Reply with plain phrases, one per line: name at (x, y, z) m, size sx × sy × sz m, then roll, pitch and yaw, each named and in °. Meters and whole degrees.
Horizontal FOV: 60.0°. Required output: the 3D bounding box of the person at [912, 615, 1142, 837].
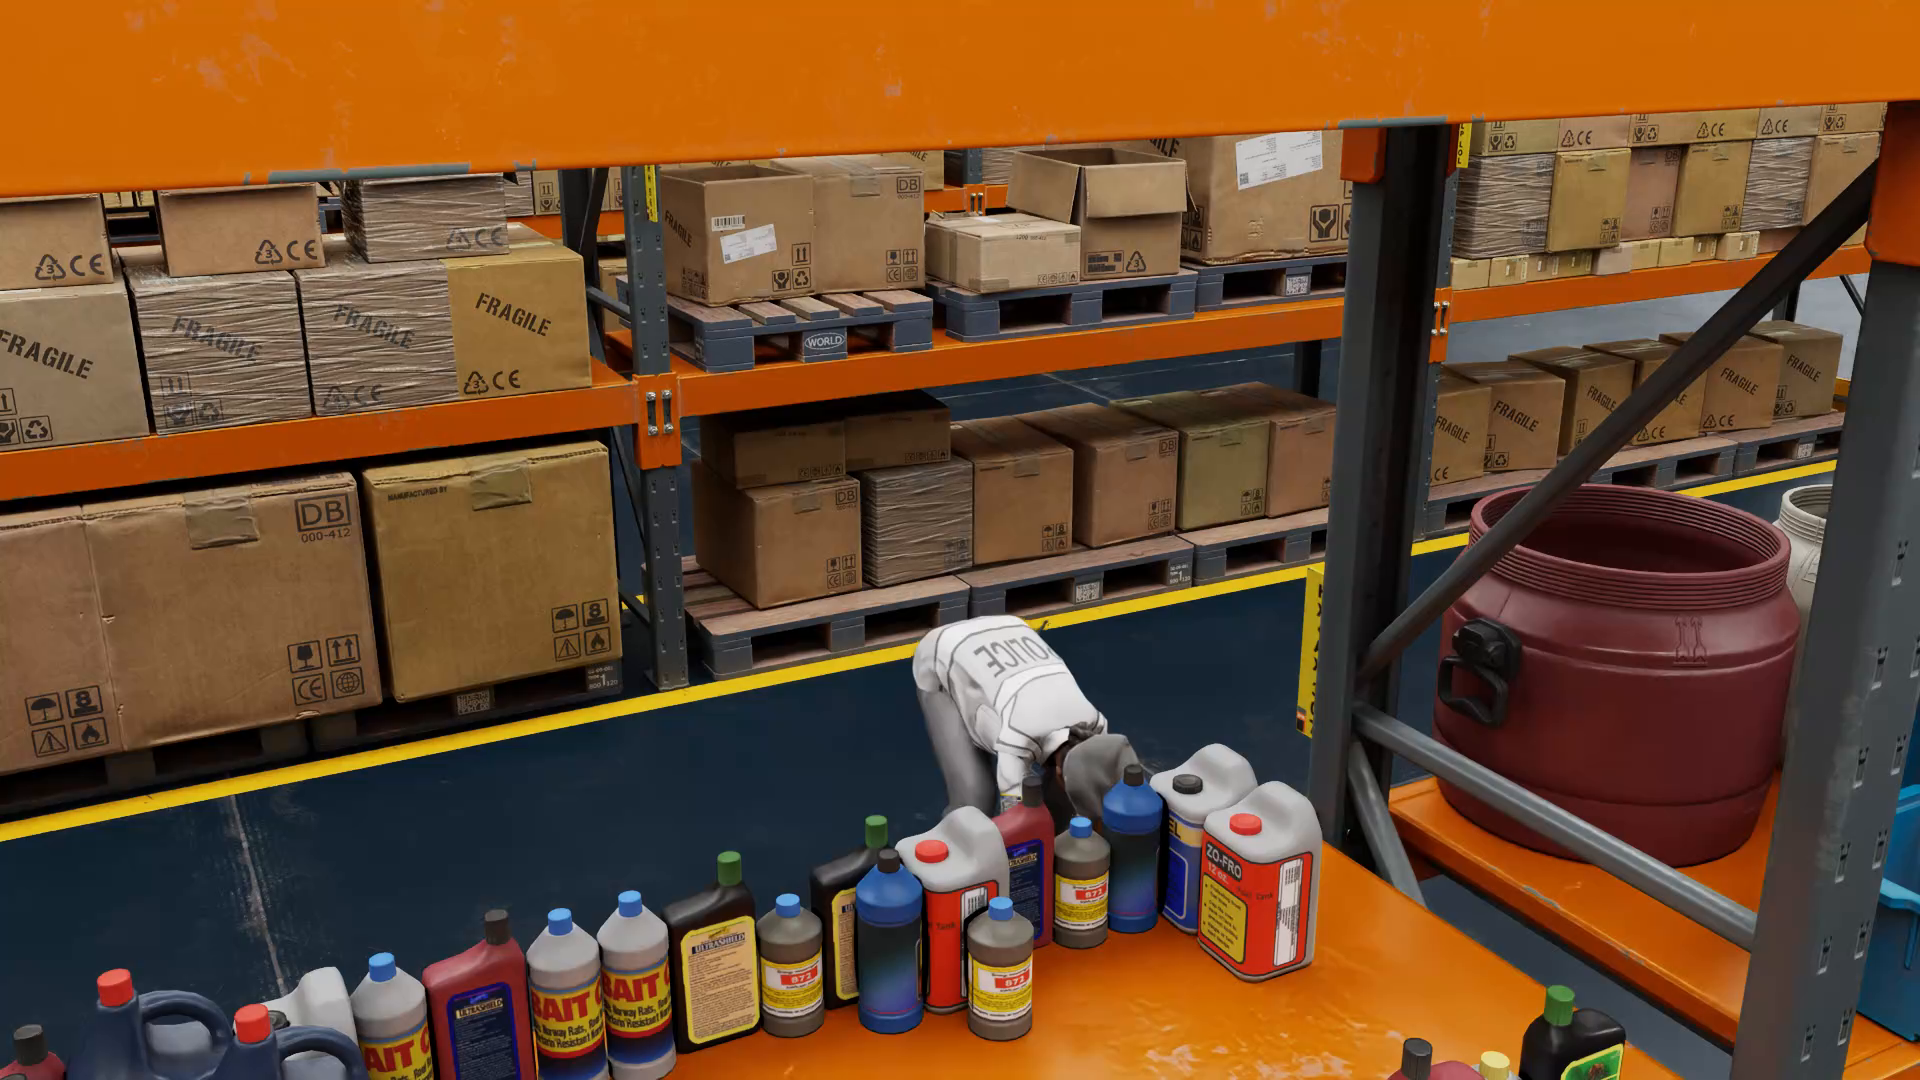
person at (0.197, 0.740, 5.047) m, size 0.451 × 0.908 × 0.904 m, roll -11°, pitch 21°, yaw -29°
